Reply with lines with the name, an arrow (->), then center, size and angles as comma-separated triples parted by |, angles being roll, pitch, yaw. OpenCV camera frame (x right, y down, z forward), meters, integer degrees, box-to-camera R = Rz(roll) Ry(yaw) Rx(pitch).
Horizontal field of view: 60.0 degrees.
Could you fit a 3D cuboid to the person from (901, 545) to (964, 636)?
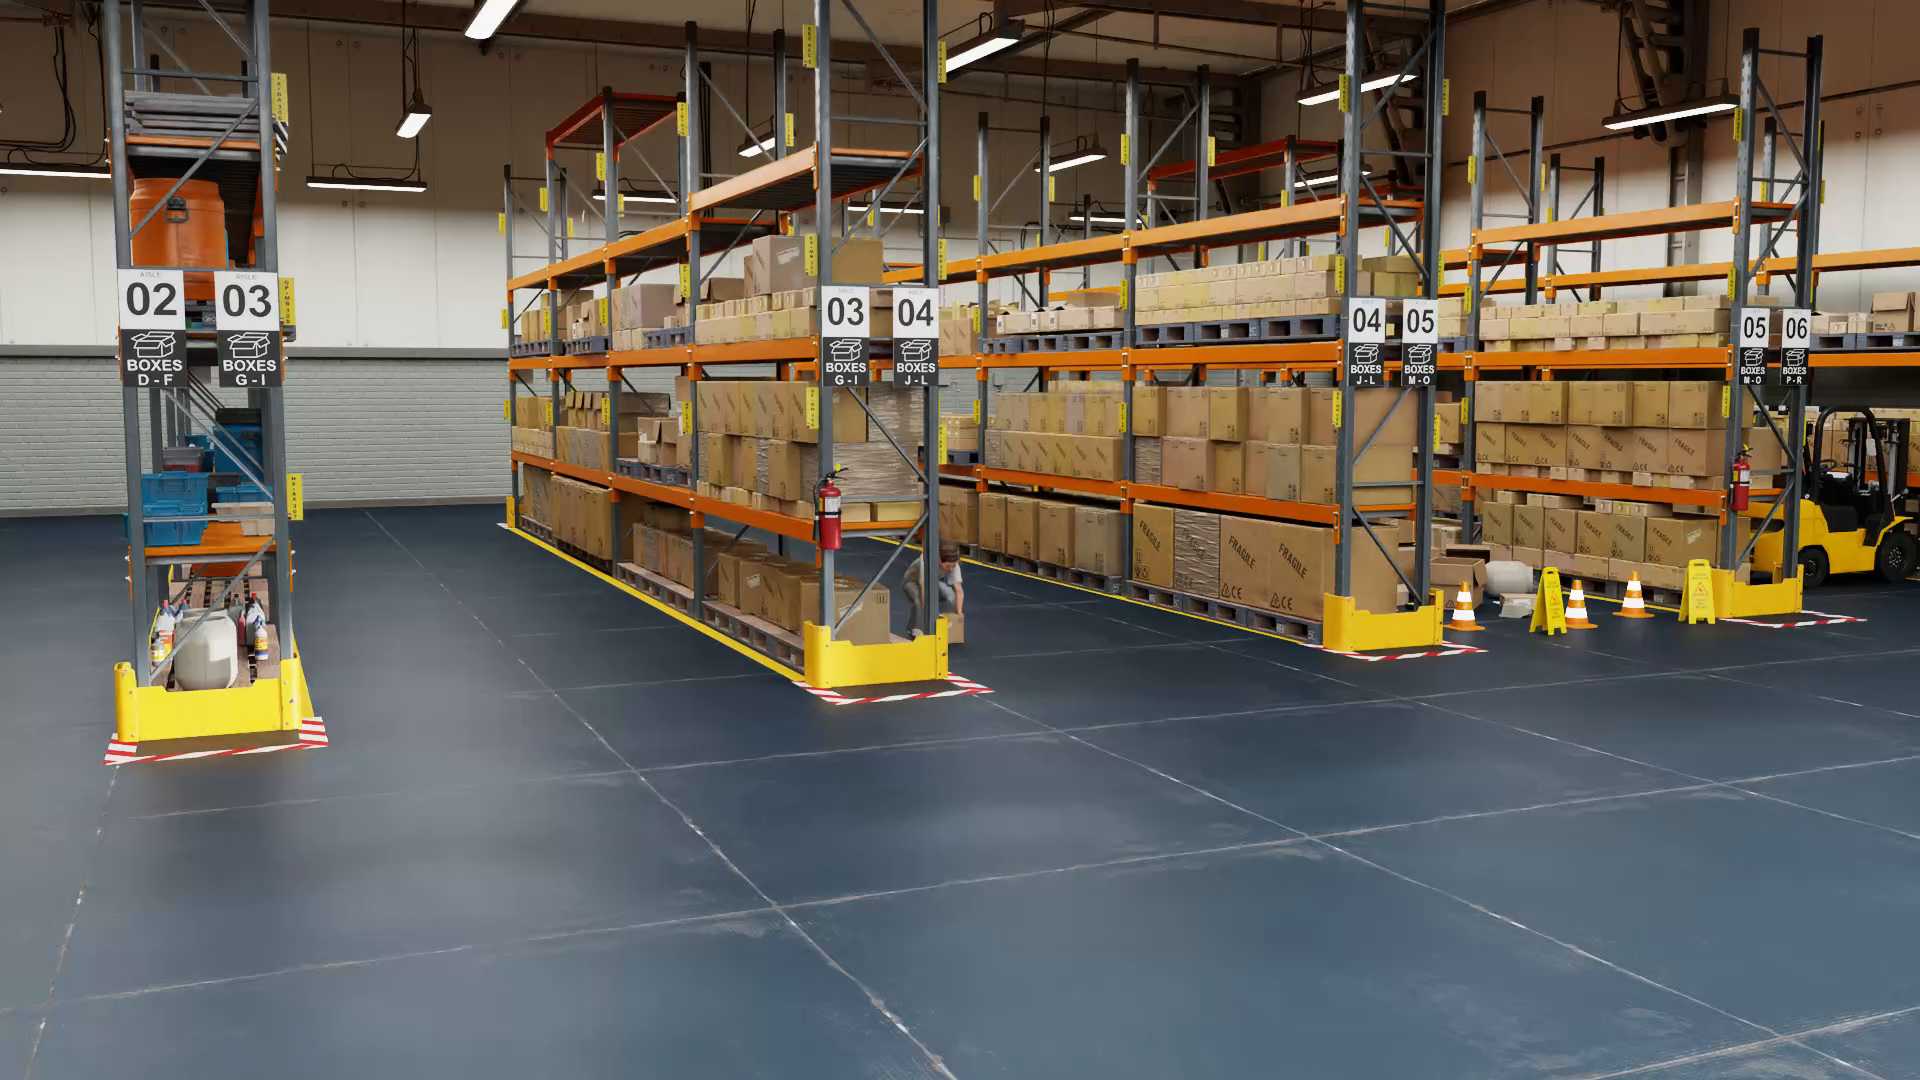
person -> -0.255, 0.478, 16.003 | 0.482, 0.910, 0.796 | -2, 6, -24
